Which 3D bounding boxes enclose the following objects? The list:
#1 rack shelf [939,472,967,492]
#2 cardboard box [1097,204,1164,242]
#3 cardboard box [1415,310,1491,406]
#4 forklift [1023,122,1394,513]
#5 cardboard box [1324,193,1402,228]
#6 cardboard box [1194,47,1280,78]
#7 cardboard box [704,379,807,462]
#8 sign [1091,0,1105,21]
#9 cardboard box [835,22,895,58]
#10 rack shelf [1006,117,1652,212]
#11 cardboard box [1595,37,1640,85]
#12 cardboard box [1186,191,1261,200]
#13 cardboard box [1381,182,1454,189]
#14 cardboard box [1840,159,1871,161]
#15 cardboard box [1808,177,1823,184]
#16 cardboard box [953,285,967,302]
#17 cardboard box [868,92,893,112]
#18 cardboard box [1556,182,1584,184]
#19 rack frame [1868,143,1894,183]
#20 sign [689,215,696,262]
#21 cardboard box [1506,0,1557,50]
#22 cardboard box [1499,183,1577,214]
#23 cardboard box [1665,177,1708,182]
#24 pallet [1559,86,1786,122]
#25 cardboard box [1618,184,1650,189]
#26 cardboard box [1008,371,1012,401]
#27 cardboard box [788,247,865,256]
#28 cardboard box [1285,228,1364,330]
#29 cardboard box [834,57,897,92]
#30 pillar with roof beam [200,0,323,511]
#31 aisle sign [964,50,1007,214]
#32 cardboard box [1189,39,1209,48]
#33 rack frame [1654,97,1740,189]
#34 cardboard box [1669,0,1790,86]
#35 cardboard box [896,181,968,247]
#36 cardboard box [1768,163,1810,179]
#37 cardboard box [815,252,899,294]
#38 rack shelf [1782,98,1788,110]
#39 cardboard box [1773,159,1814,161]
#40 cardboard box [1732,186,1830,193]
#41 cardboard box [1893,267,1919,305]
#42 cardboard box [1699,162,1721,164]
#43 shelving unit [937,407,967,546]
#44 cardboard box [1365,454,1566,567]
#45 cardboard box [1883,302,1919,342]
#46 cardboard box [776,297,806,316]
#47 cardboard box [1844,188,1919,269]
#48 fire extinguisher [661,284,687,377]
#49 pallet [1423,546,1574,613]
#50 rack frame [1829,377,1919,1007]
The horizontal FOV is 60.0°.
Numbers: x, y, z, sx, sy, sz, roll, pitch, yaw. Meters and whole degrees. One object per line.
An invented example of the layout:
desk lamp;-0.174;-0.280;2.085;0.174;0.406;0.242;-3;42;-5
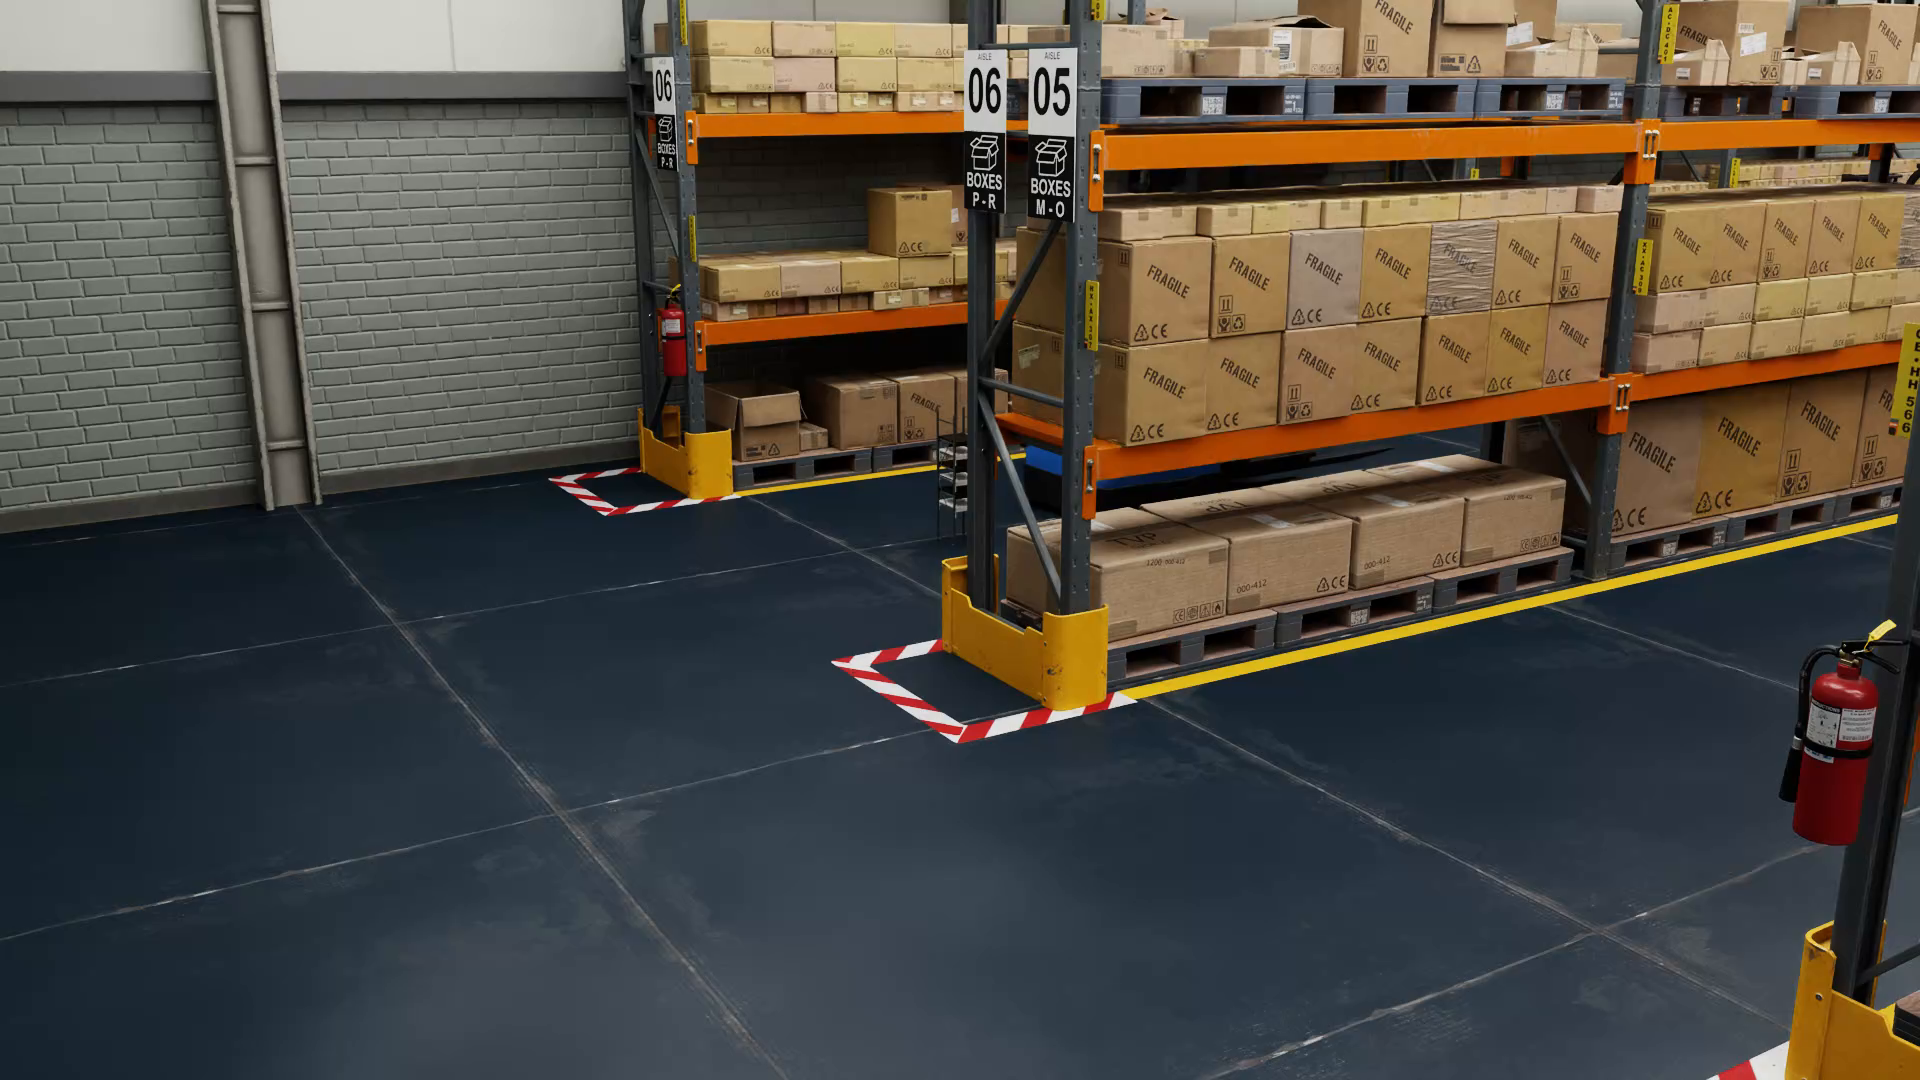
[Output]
rack shelf;-0.007;-0.400;11.293;0.200;0.077;0.258;-9;18;-30
cardboard box;0.792;-1.568;8.205;0.250;0.149;0.380;-9;18;-29
cardboard box;2.647;-1.075;9.502;0.500;0.500;0.500;-10;18;-31
forklift;1.990;-1.788;12.359;3.031;2.935;1.130;-10;18;-31
cardboard box;2.143;-1.773;8.940;0.250;0.149;0.380;-10;18;-31
cardboard box;1.396;-2.412;8.402;0.250;0.149;0.380;-8;18;-28
cardboard box;-1.641;-0.952;13.094;0.637;0.503;0.797;-10;19;-32
sign;0.626;-2.514;7.499;0.005;0.325;0.100;-9;18;-30
cardboard box;-0.835;-3.787;12.606;0.500;0.250;0.500;-10;18;-31
rack shelf;2.060;-2.116;9.178;4.000;0.370;1.077;-9;18;-30
cardboard box;4.421;-3.071;10.638;0.500;0.311;0.500;-9;18;-30
cardboard box;1.431;-1.820;9.106;0.250;0.149;0.380;-9;18;-30
cardboard box;2.716;-2.050;9.924;0.250;0.149;0.380;-9;18;-30
cardboard box;10.645;-4.416;19.668;0.250;0.149;0.380;-9;18;-29
cardboard box;9.593;-4.072;18.990;0.250;0.149;0.380;-10;18;-31
cardboard box;-0.073;-2.055;13.651;0.250;0.149;0.380;-9;18;-29
cardboard box;-0.714;-3.374;12.797;0.250;0.149;0.380;-9;18;-30
cardboard box;6.540;-3.753;17.853;0.250;0.149;0.380;-9;18;-30
rack frame;7.203;-1.852;12.461;0.127;3.000;1.000;-9;18;-30
sign;-1.935;-2.180;12.024;0.005;0.325;0.100;-9;18;-30
cardboard box;3.162;-3.006;9.870;0.500;0.500;0.500;-9;18;-29
cardboard box;3.392;-2.010;9.785;0.250;0.149;0.380;-9;18;-28
cardboard box;8.215;-4.021;18.810;0.250;0.149;0.380;-9;18;-30
pallet;4.535;-2.787;10.594;1.217;0.209;0.805;-10;19;-32
cardboard box;7.031;-3.667;17.547;0.250;0.149;0.380;-10;18;-31
cardboard box;0.526;-1.315;14.746;0.500;0.311;0.500;-8;18;-28
cardboard box;-1.087;-2.224;13.512;0.500;0.250;0.500;-9;18;-28
cardboard box;1.780;-1.418;8.872;0.500;0.500;0.500;-9;18;-30
cardboard box;-0.823;-3.546;12.671;0.500;0.250;0.500;-10;18;-31
pillar with roof beam;-2.773;-3.615;7.633;0.400;9.000;9.100;-9;18;-30
aisle sign;0.124;-2.054;8.363;0.004;0.787;0.394;-9;18;-30
cardboard box;1.888;-4.155;14.068;0.250;0.149;0.380;-9;18;-29
rack frame;8.072;-3.556;18.539;0.127;3.000;1.000;-9;18;-30
cardboard box;4.679;-3.047;10.200;0.500;0.500;0.500;-10;18;-31
cardboard box;-0.199;-2.731;13.932;0.500;0.500;0.500;-10;18;-31
cardboard box;9.372;-4.185;18.843;0.250;0.149;0.380;-10;18;-31
cardboard box;-0.822;-2.101;13.076;0.500;0.250;0.500;-10;18;-31
rack shelf;9.786;-4.932;19.224;4.000;0.370;1.077;-9;18;-30
cardboard box;9.934;-4.463;19.837;0.250;0.149;0.380;-10;18;-31
cardboard box;5.782;-2.231;11.772;0.500;0.500;0.500;-9;18;-28
cardboard box;6.481;-1.823;11.706;0.500;0.250;0.500;-10;18;-31
cardboard box;8.647;-4.240;19.039;0.250;0.149;0.380;-9;18;-30
shelving unit;-0.007;-0.432;11.284;0.210;0.900;0.258;-9;18;-30
cardboard box;3.181;-0.202;10.544;0.875;0.438;0.875;-10;18;-31
cardboard box;6.473;-1.575;11.750;0.500;0.250;0.500;-9;18;-29
cardboard box;-1.390;-1.840;12.883;0.250;0.149;0.380;-9;18;-30
cardboard box;6.459;-2.176;11.579;0.500;0.500;0.500;-9;18;-29
fire extinguisher;-2.102;-1.544;12.195;0.183;0.674;0.296;-9;18;-30
pallet;3.082;0.134;10.541;1.213;0.211;1.003;-9;18;-30
rack frame;2.981;0.391;4.458;0.127;3.000;1.000;-9;18;-30
